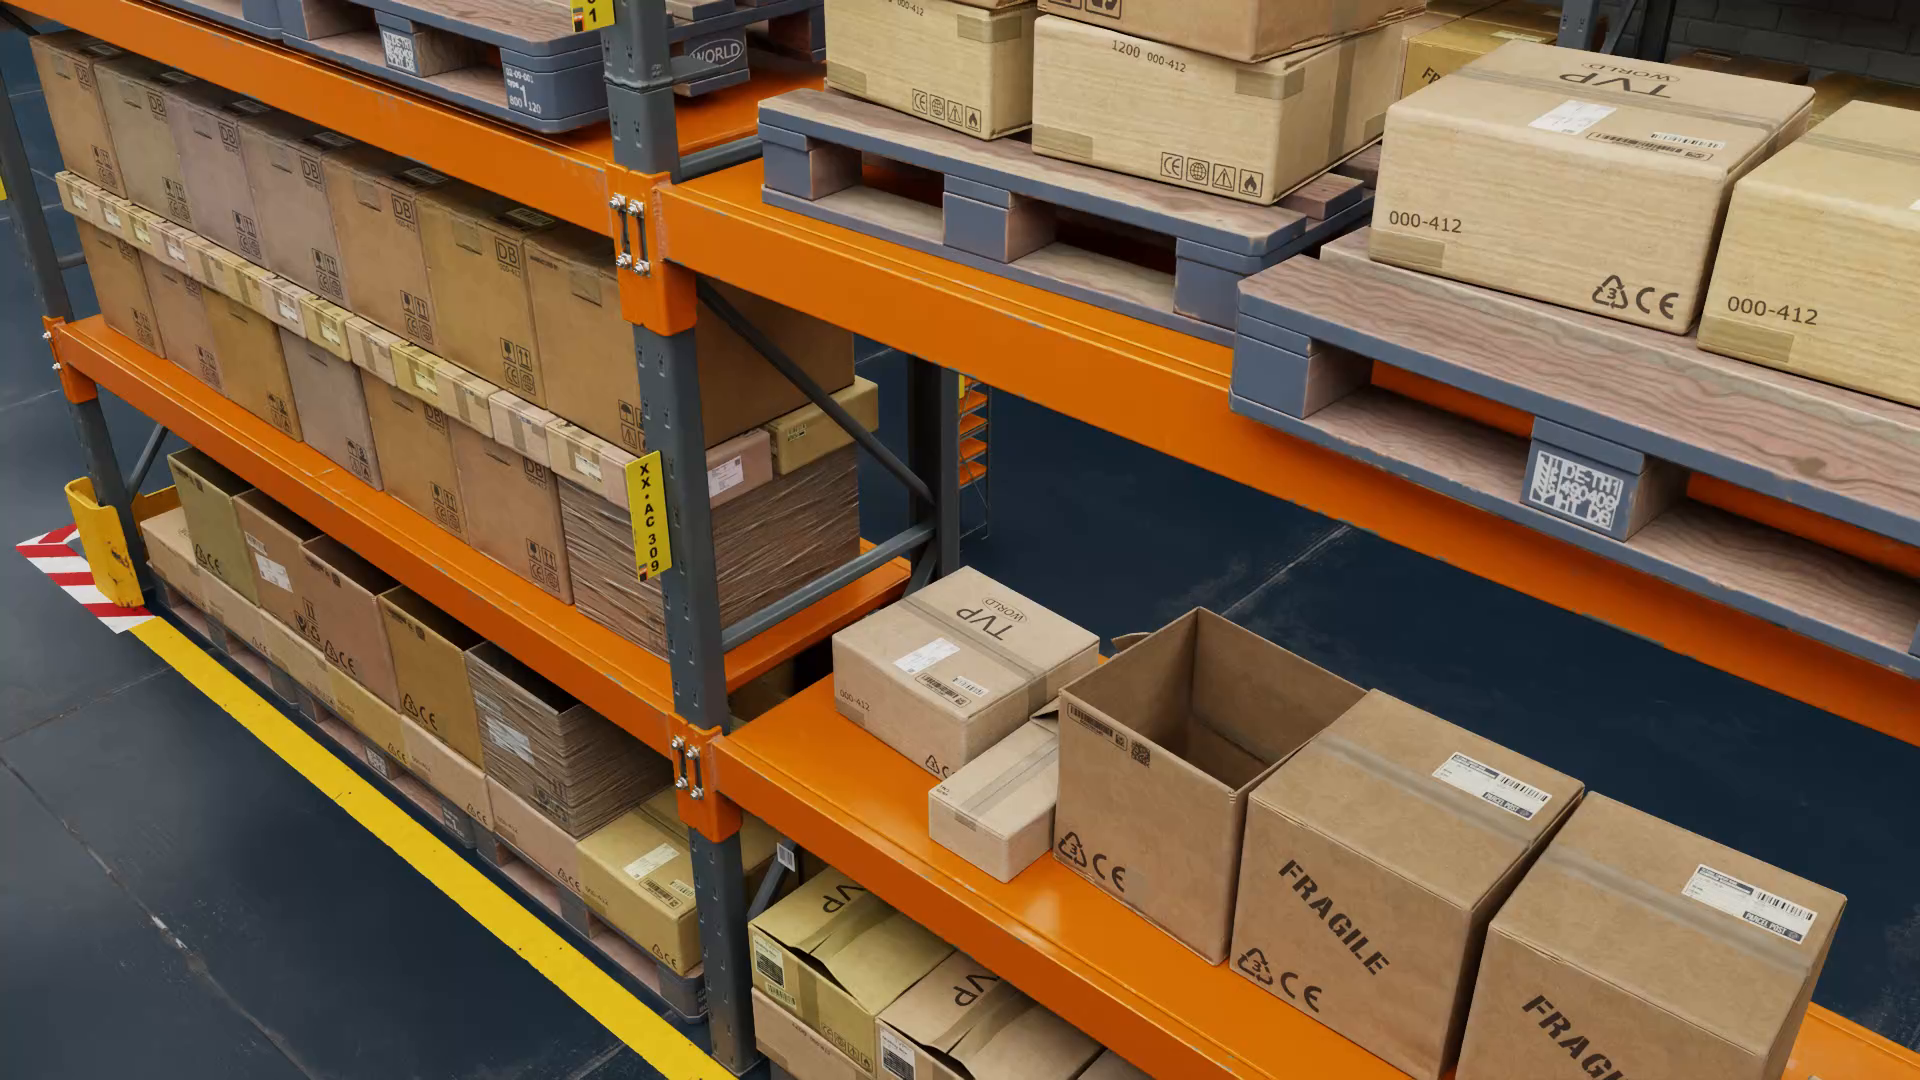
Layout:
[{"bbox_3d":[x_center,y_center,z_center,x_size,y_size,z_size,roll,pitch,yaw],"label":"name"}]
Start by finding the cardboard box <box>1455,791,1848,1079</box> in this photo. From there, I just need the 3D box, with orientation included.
[{"bbox_3d":[1.331,0.904,3.243,0.500,0.500,0.500,23,38,33],"label":"cardboard box"}]

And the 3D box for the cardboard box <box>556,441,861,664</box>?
[{"bbox_3d":[-0.713,-0.057,4.839,0.500,0.500,0.700,24,38,34],"label":"cardboard box"}]

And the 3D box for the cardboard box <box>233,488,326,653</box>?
[{"bbox_3d":[-2.346,0.041,6.306,0.500,0.500,0.500,25,39,35],"label":"cardboard box"}]

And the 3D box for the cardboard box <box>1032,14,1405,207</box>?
[{"bbox_3d":[0.480,-0.858,3.096,0.500,0.250,0.500,21,37,31],"label":"cardboard box"}]

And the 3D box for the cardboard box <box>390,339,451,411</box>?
[{"bbox_3d":[-1.478,-0.549,5.027,0.250,0.149,0.380,25,39,35],"label":"cardboard box"}]

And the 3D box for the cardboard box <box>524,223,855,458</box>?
[{"bbox_3d":[-0.713,-0.613,4.504,0.500,0.500,0.700,25,39,35],"label":"cardboard box"}]

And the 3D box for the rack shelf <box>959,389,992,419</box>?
[{"bbox_3d":[-0.011,-0.584,7.410,0.180,0.103,0.258,25,39,35],"label":"rack shelf"}]

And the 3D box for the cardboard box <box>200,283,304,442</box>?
[{"bbox_3d":[-2.251,-0.770,6.023,0.500,0.500,0.700,25,39,35],"label":"cardboard box"}]

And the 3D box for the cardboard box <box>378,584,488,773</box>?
[{"bbox_3d":[-1.606,0.388,5.729,0.500,0.500,0.500,25,39,35],"label":"cardboard box"}]

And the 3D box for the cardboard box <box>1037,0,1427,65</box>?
[{"bbox_3d":[0.489,-1.168,2.885,0.500,0.500,0.500,-25,39,-35],"label":"cardboard box"}]

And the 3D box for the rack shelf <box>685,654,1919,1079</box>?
[{"bbox_3d":[1.103,1.138,3.650,4.000,0.370,1.077,25,39,35],"label":"rack shelf"}]

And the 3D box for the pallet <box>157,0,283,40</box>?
[{"bbox_3d":[-1.930,-1.818,5.038,1.213,0.211,1.003,25,39,35],"label":"pallet"}]

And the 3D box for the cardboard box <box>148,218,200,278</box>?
[{"bbox_3d":[-2.632,-1.084,5.917,0.250,0.149,0.380,24,39,34],"label":"cardboard box"}]

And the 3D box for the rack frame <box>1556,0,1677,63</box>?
[{"bbox_3d":[2.942,-1.758,7.763,0.127,3.000,1.000,25,39,35],"label":"rack frame"}]

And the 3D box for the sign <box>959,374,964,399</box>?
[{"bbox_3d":[-0.023,-0.536,4.686,0.005,0.325,0.100,25,39,35],"label":"sign"}]

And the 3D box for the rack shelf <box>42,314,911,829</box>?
[{"bbox_3d":[-1.863,-0.247,5.949,4.000,0.370,1.077,25,39,35],"label":"rack shelf"}]

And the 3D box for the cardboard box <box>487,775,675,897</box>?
[{"bbox_3d":[-1.234,0.882,5.636,0.500,0.250,0.500,25,39,35],"label":"cardboard box"}]

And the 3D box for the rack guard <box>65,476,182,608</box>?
[{"bbox_3d":[-3.363,-0.185,7.572,0.348,0.500,1.175,25,39,35],"label":"rack guard"}]

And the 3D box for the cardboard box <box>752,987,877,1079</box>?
[{"bbox_3d":[-0.247,1.370,4.825,0.500,0.250,0.500,24,38,34],"label":"cardboard box"}]

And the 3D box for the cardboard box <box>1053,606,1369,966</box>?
[{"bbox_3d":[0.569,0.549,3.833,0.500,0.500,0.500,-26,40,-36],"label":"cardboard box"}]

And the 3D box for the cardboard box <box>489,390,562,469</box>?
[{"bbox_3d":[-1.103,-0.372,4.733,0.250,0.149,0.380,24,38,34],"label":"cardboard box"}]

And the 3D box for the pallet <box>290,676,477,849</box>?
[{"bbox_3d":[-1.850,0.618,6.518,1.213,0.211,1.003,25,39,35],"label":"pallet"}]

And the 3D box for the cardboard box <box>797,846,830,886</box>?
[{"bbox_3d":[-0.520,0.859,5.674,0.500,0.250,0.500,25,39,35],"label":"cardboard box"}]

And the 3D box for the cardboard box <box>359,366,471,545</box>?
[{"bbox_3d":[-1.478,-0.412,5.429,0.500,0.500,0.700,26,39,36],"label":"cardboard box"}]

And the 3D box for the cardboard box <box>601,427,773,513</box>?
[{"bbox_3d":[-0.725,-0.196,4.441,0.250,0.149,0.380,25,39,35],"label":"cardboard box"}]

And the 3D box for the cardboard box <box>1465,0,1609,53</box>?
[{"bbox_3d":[2.733,-2.267,8.006,0.500,0.500,0.500,24,38,34],"label":"cardboard box"}]

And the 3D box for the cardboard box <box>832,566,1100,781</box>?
[{"bbox_3d":[0.015,0.355,4.397,0.500,0.250,0.500,-27,40,-37],"label":"cardboard box"}]

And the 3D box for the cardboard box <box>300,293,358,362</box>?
[{"bbox_3d":[-1.864,-0.727,5.323,0.250,0.149,0.380,27,40,37],"label":"cardboard box"}]

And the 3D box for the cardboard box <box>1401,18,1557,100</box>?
[{"bbox_3d":[2.384,-2.069,7.678,0.500,0.500,0.500,25,39,35],"label":"cardboard box"}]

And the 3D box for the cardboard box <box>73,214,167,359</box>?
[{"bbox_3d":[-3.008,-1.124,6.611,0.500,0.500,0.700,25,39,35],"label":"cardboard box"}]

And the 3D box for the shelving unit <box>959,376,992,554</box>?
[{"bbox_3d":[-0.011,-0.519,7.449,0.189,1.200,0.258,25,39,35],"label":"shelving unit"}]

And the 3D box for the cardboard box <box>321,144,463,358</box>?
[{"bbox_3d":[-1.459,-0.961,5.083,0.500,0.500,0.700,25,39,35],"label":"cardboard box"}]

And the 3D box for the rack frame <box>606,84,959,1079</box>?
[{"bbox_3d":[-0.380,0.137,4.614,0.127,3.000,1.000,25,39,35],"label":"rack frame"}]

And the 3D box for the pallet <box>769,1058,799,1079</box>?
[{"bbox_3d":[0.193,1.572,4.934,1.213,0.211,1.003,25,39,35],"label":"pallet"}]

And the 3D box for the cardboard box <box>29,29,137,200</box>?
[{"bbox_3d":[-2.969,-1.661,6.246,0.500,0.500,0.700,25,39,35],"label":"cardboard box"}]

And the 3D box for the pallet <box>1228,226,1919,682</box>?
[{"bbox_3d":[1.192,-0.269,2.564,1.213,0.211,1.003,27,40,37],"label":"pallet"}]

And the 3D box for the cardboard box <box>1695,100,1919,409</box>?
[{"bbox_3d":[1.395,-0.392,2.322,0.500,0.250,0.500,24,39,34],"label":"cardboard box"}]

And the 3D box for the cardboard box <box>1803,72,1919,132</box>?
[{"bbox_3d":[3.706,-1.604,6.983,0.700,0.500,0.500,-25,39,-35],"label":"cardboard box"}]

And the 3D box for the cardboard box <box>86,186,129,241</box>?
[{"bbox_3d":[-3.001,-1.259,6.208,0.250,0.149,0.380,24,38,34],"label":"cardboard box"}]

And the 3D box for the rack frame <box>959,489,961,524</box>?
[{"bbox_3d":[-0.079,-0.551,7.501,0.006,1.200,0.240,25,39,35],"label":"rack frame"}]

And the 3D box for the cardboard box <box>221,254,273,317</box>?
[{"bbox_3d":[-2.243,-0.905,5.619,0.250,0.149,0.380,24,39,35],"label":"cardboard box"}]

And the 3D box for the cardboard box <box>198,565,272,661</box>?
[{"bbox_3d":[-2.724,0.193,6.780,0.500,0.250,0.500,25,39,35],"label":"cardboard box"}]

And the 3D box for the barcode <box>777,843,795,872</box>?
[{"bbox_3d":[-0.470,0.856,4.486,0.075,0.075,0.001,25,39,35],"label":"barcode"}]

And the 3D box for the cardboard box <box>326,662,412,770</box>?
[{"bbox_3d":[-1.986,0.541,6.201,0.500,0.250,0.500,25,39,35],"label":"cardboard box"}]

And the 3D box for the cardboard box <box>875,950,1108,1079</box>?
[{"bbox_3d":[0.127,1.309,4.383,0.500,0.311,0.500,25,39,35],"label":"cardboard box"}]

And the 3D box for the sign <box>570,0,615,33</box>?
[{"bbox_3d":[-0.751,-1.191,3.333,0.005,0.325,0.100,25,39,35],"label":"sign"}]

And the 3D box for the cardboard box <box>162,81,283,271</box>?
[{"bbox_3d":[-2.201,-1.307,5.658,0.500,0.500,0.700,25,39,35],"label":"cardboard box"}]

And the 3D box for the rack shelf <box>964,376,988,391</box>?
[{"bbox_3d":[-0.011,-0.687,7.348,0.180,0.103,0.258,25,39,35],"label":"rack shelf"}]

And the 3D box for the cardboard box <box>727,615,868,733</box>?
[{"bbox_3d":[-0.513,0.534,5.487,0.500,0.500,0.500,25,39,35],"label":"cardboard box"}]
